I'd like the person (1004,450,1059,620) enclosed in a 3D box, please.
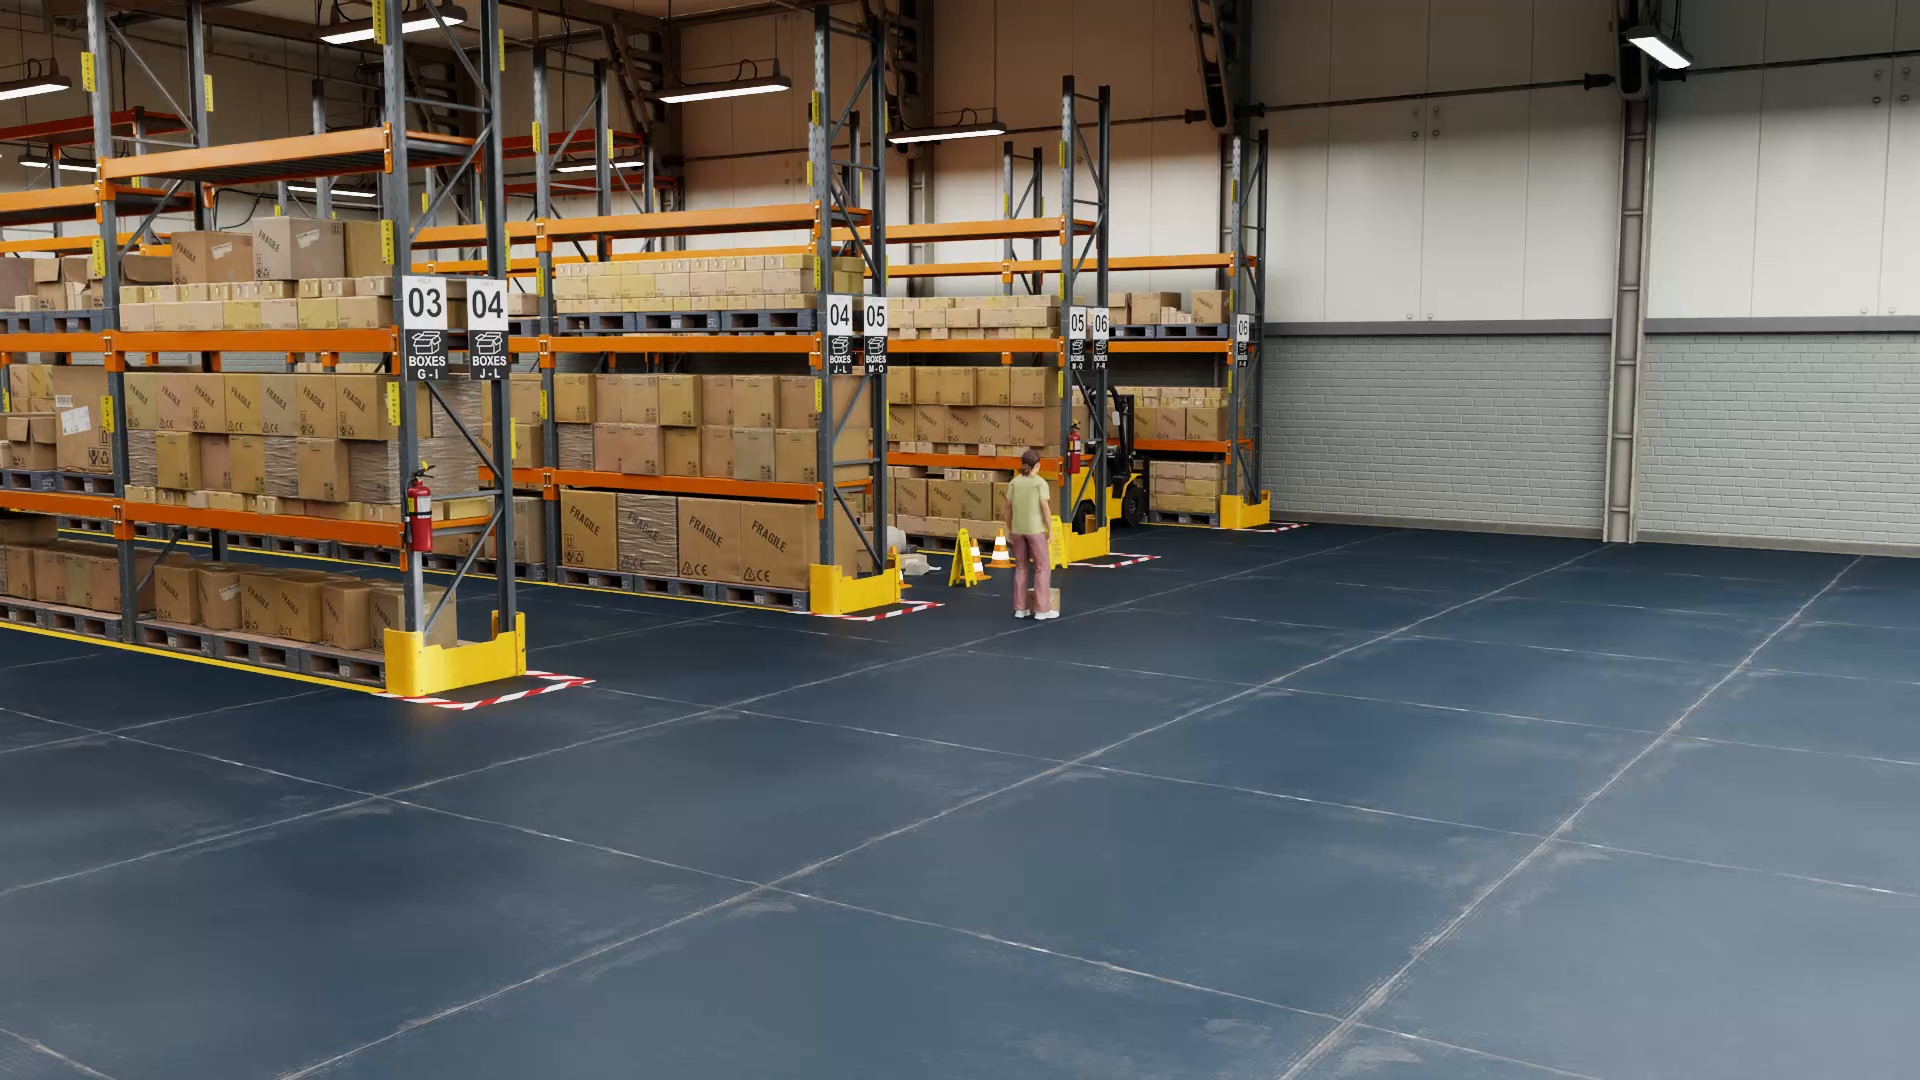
[{"bbox_3d":[0.702,-0.060,16.509,0.516,1.671,0.366,4,7,30],"label":"person"}]
